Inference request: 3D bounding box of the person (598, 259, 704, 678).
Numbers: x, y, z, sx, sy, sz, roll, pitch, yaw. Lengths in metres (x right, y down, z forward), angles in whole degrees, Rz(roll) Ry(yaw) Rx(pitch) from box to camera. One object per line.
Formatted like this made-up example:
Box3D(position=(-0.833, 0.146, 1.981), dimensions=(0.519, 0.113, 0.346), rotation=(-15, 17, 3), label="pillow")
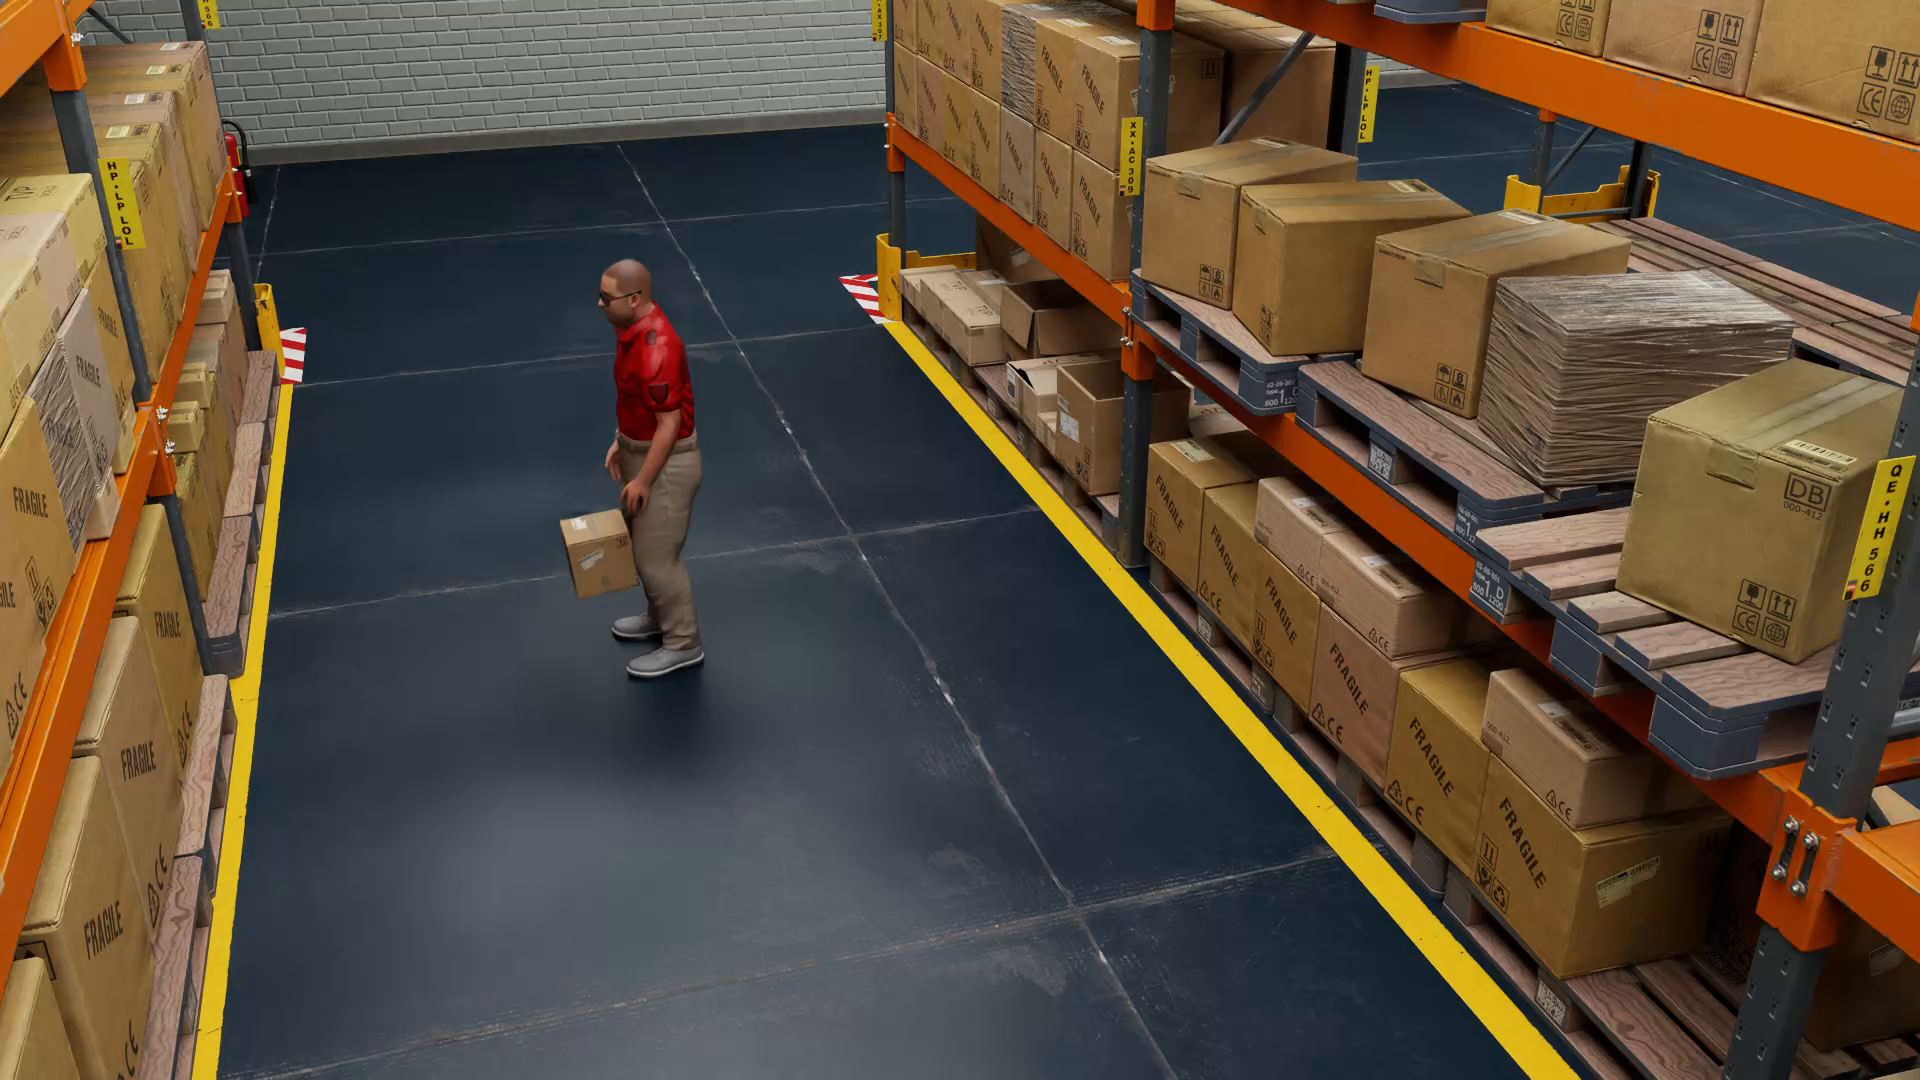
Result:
Box3D(position=(-1.254, -0.299, 6.733), dimensions=(0.392, 1.731, 0.561), rotation=(-9, 28, -17), label="person")
